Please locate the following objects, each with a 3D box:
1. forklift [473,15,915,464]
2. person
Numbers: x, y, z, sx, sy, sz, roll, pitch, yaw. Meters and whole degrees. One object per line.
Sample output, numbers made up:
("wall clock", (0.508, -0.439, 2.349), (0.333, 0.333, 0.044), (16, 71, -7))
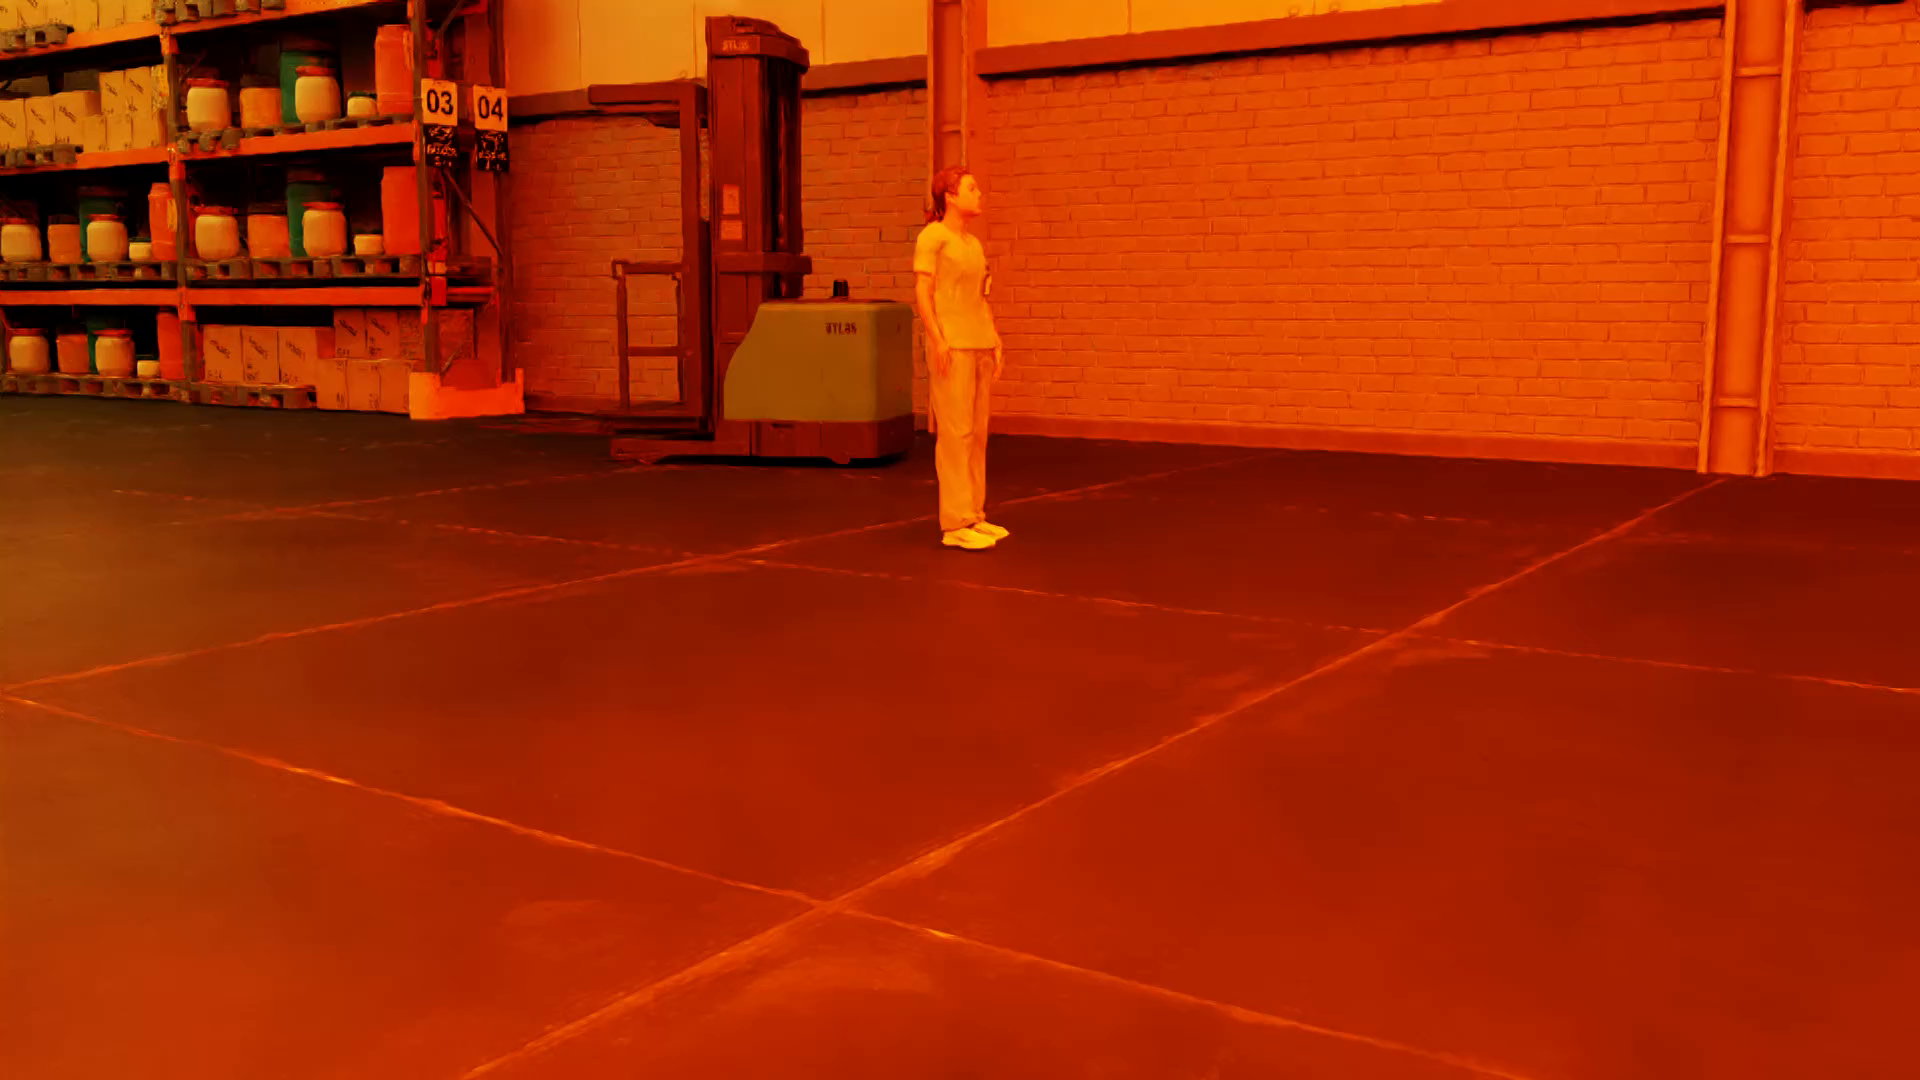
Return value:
("forklift", (-1.892, -2.036, 11.513), (3.031, 2.935, 1.130), (2, 8, 14))
("person", (0.054, -0.829, 7.433), (0.548, 1.674, 0.550), (5, 10, 34))
